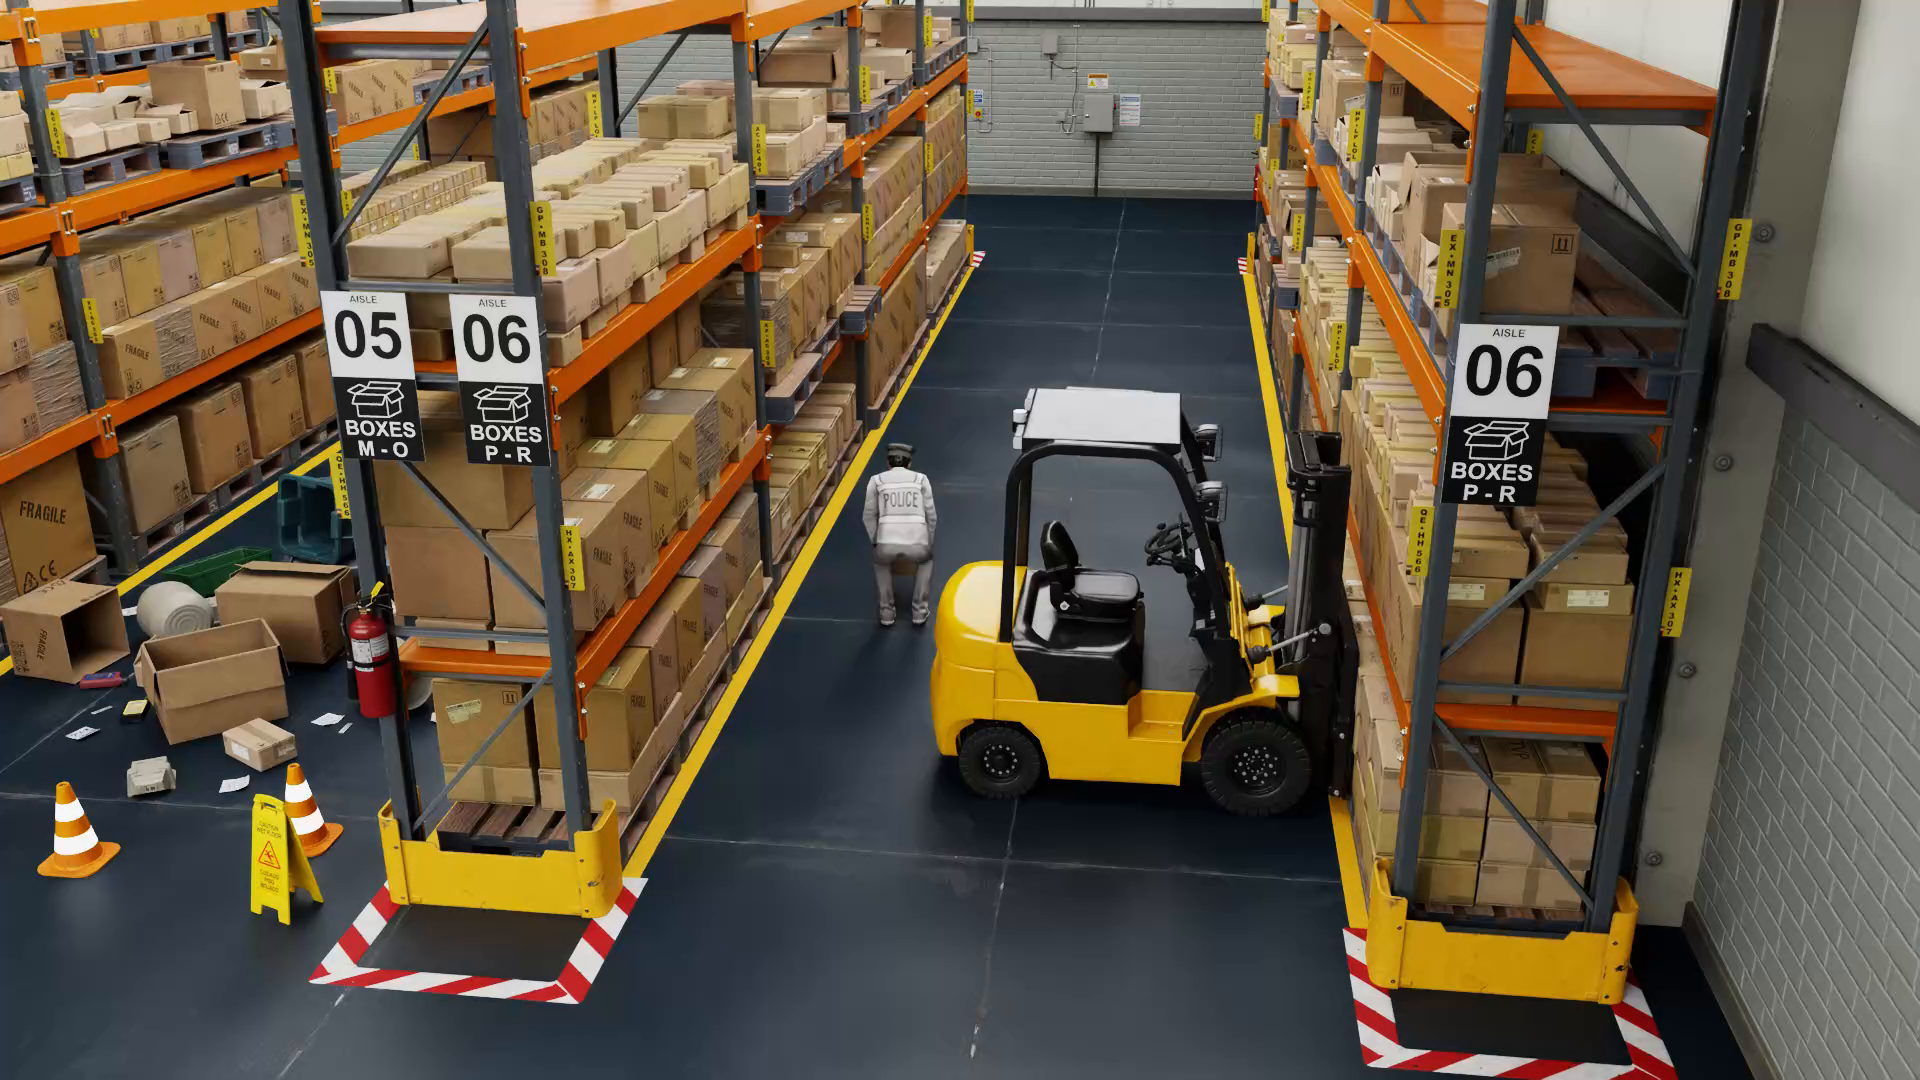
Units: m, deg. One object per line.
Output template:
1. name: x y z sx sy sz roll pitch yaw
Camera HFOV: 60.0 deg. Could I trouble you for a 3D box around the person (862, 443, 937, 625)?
1. person: -0.433 -0.033 11.762 0.530 1.239 0.771 1 21 2
